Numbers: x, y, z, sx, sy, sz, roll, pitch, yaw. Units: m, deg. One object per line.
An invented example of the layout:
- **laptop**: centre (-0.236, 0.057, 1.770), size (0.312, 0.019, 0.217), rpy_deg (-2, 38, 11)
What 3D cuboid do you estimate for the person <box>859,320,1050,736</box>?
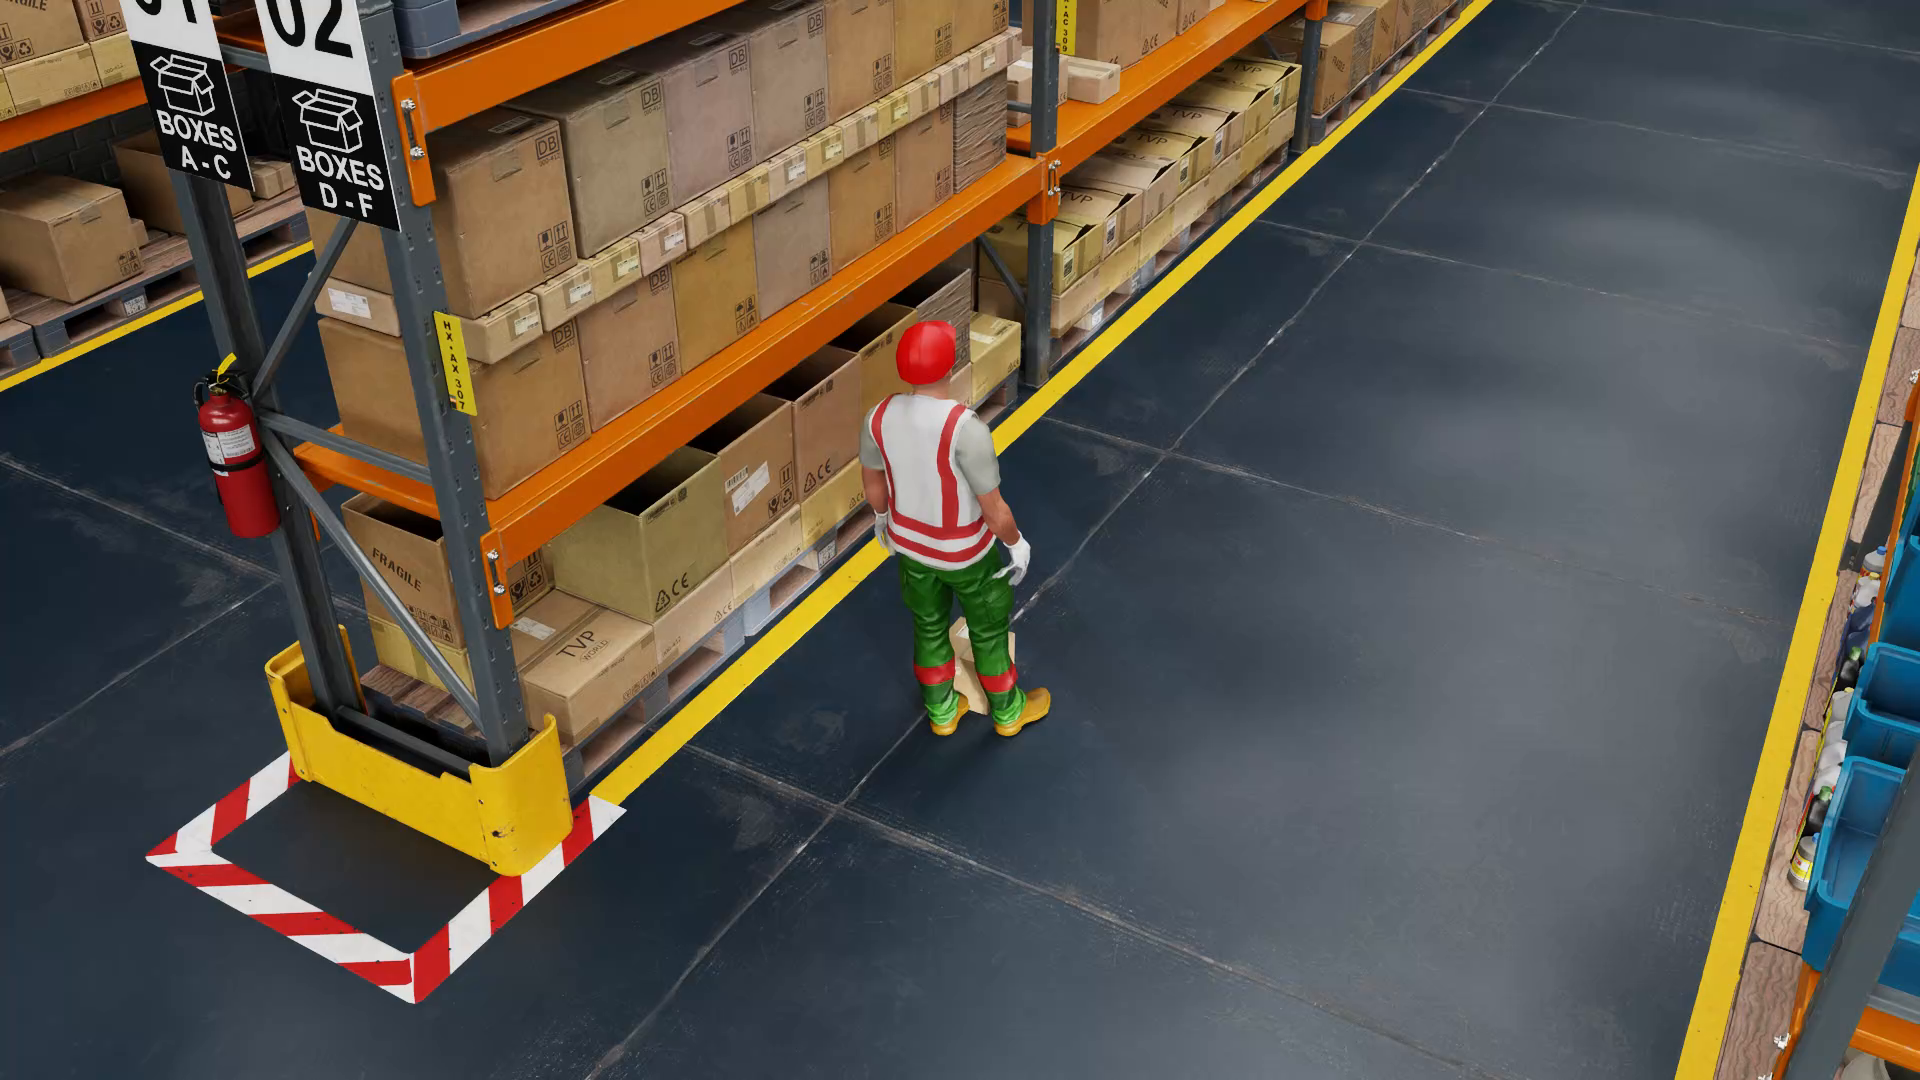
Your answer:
- **person**: centre (-0.013, -0.034, 6.155), size (0.638, 1.787, 0.564), rpy_deg (18, 38, 24)
